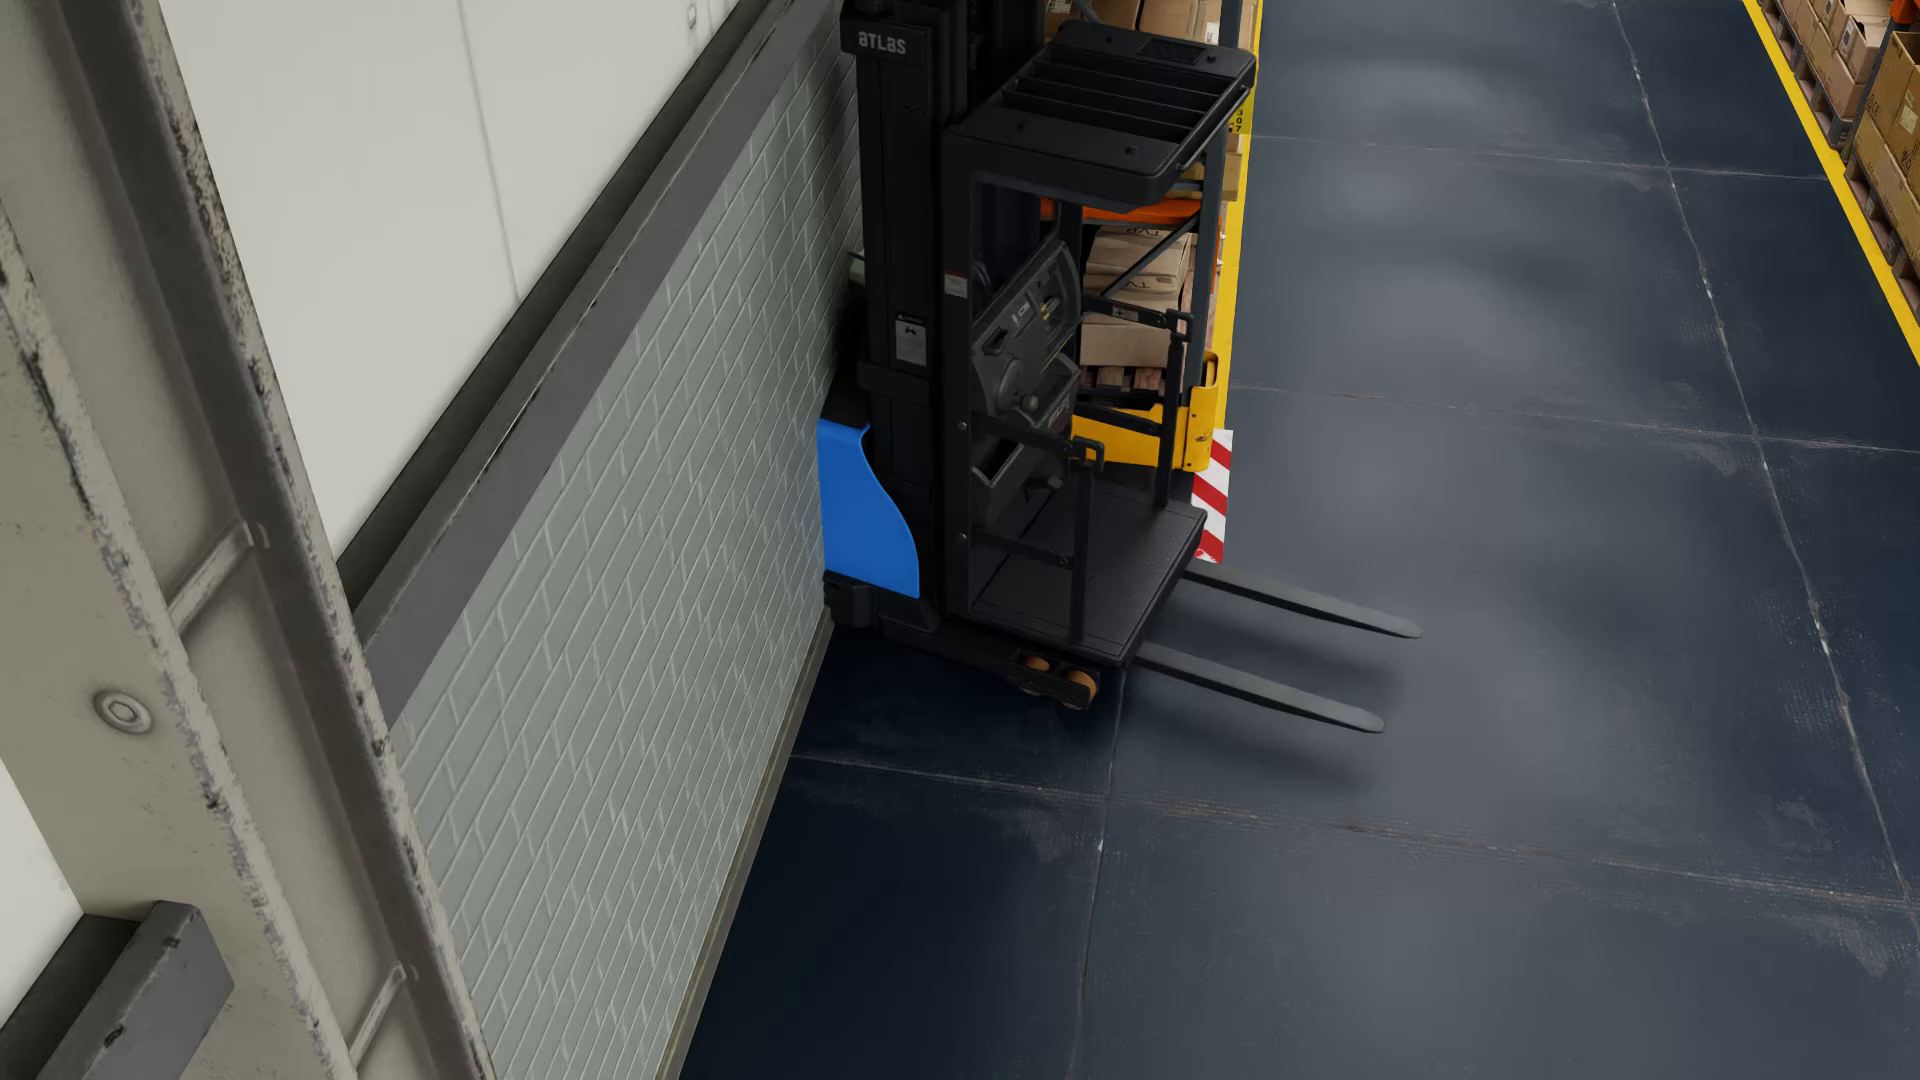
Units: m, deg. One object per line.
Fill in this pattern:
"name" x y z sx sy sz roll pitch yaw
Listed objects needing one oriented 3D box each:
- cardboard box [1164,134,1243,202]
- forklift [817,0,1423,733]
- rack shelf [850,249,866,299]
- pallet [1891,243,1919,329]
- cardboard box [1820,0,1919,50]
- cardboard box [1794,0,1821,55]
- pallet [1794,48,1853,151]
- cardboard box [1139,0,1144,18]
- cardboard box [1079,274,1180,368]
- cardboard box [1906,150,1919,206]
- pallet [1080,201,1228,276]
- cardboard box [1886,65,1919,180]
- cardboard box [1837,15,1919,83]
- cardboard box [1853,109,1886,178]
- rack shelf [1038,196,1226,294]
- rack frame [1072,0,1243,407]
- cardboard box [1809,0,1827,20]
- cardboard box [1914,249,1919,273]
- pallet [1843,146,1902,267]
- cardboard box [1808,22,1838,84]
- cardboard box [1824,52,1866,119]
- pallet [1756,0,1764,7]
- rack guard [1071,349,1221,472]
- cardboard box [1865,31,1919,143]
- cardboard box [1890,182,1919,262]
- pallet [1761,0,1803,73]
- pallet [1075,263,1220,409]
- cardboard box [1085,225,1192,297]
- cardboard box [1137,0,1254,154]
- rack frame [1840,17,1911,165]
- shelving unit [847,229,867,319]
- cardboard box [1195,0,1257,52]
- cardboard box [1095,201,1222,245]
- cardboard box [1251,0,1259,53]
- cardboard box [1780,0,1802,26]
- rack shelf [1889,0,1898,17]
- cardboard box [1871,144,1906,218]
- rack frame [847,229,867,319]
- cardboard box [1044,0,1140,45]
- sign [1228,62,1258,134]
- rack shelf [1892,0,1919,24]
"cardboard box" 1.067 -1.833 7.811 0.500 0.250 0.500 5 40 6
"forklift" 0.452 -0.807 6.522 3.031 2.935 1.130 17 43 20
"rack shelf" -0.171 -1.148 7.301 0.431 0.370 0.720 24 44 20
"pallet" 5.854 -1.241 9.182 1.003 0.211 1.213 6 40 8
"cardboard box" 6.114 -3.509 11.125 0.500 0.311 0.500 7 40 9
"cardboard box" 6.206 -3.611 11.688 0.500 0.250 0.500 7 40 9
"pallet" 6.331 -2.970 11.273 1.003 0.211 1.213 6 40 8
"cardboard box" 0.639 -2.485 8.011 0.500 0.500 0.500 7 40 8
"cardboard box" 0.879 -1.169 8.672 0.500 0.311 0.500 2 40 3
"cardboard box" 5.681 -2.085 9.254 0.500 0.500 0.500 6 40 8
"pallet" 1.072 -1.854 9.923 1.003 0.211 1.213 6 40 8
"cardboard box" 5.775 -2.398 9.633 0.500 0.500 0.500 6 40 8
"cardboard box" 6.030 -3.182 10.730 0.500 0.311 0.500 6 40 8
"cardboard box" 5.863 -2.423 10.251 0.500 0.250 0.500 6 40 8
"rack shelf" 1.016 -2.589 9.189 1.077 0.370 4.000 6 40 8
"rack frame" 0.670 -1.612 7.442 1.000 3.000 0.127 6 40 8
"cardboard box" 6.202 -3.822 11.504 0.500 0.311 0.500 6 40 8
"cardboard box" 5.599 -1.482 9.113 0.500 0.250 0.500 6 40 8
"pallet" 6.063 -2.009 10.111 1.003 0.211 1.213 6 40 8
"cardboard box" 6.118 -3.290 11.300 0.500 0.250 0.500 6 40 7
"cardboard box" 6.028 -2.972 10.916 0.500 0.250 0.500 6 40 7
"pallet" 6.753 -4.501 13.126 1.003 0.211 1.213 6 40 8
"rack guard" 0.683 -0.696 8.296 1.175 0.500 0.348 6 40 8
"cardboard box" 5.853 -2.713 10.014 0.500 0.500 0.500 6 40 8
"cardboard box" 5.680 -1.796 9.493 0.500 0.250 0.500 6 40 8
"pallet" 6.540 -3.738 12.202 1.003 0.211 1.213 6 40 8
"pallet" 0.859 -1.090 9.000 1.003 0.211 1.213 6 40 8
"cardboard box" 0.977 -1.527 9.104 0.500 0.311 0.500 10 41 11
"cardboard box" 1.049 -2.117 7.567 0.500 0.500 0.500 6 40 8
"rack frame" 6.242 -3.578 9.820 1.000 3.000 0.127 6 40 8
"shelving unit" -0.200 -0.856 7.558 0.431 1.500 0.755 24 44 20
"cardboard box" 1.144 -2.426 7.941 0.500 0.500 0.500 7 40 8
"cardboard box" 1.153 -2.055 9.594 0.700 0.500 0.500 4 40 5
"cardboard box" 1.240 -2.750 8.332 0.500 0.500 0.500 5 40 6
"cardboard box" 6.295 -3.930 12.074 0.500 0.250 0.500 7 40 9
"rack shelf" 6.588 -4.556 11.568 1.077 0.370 4.000 6 40 8
"cardboard box" 5.772 -2.109 9.872 0.500 0.250 0.500 6 40 8
"rack frame" -0.384 -0.658 7.312 0.400 1.500 0.023 24 44 20
"cardboard box" 0.542 -2.170 7.631 0.500 0.500 0.500 6 40 7
"sign" 1.205 -1.885 7.094 0.100 0.325 0.005 6 40 8
"rack shelf" 5.896 -2.046 8.531 1.077 0.370 4.000 6 40 8
